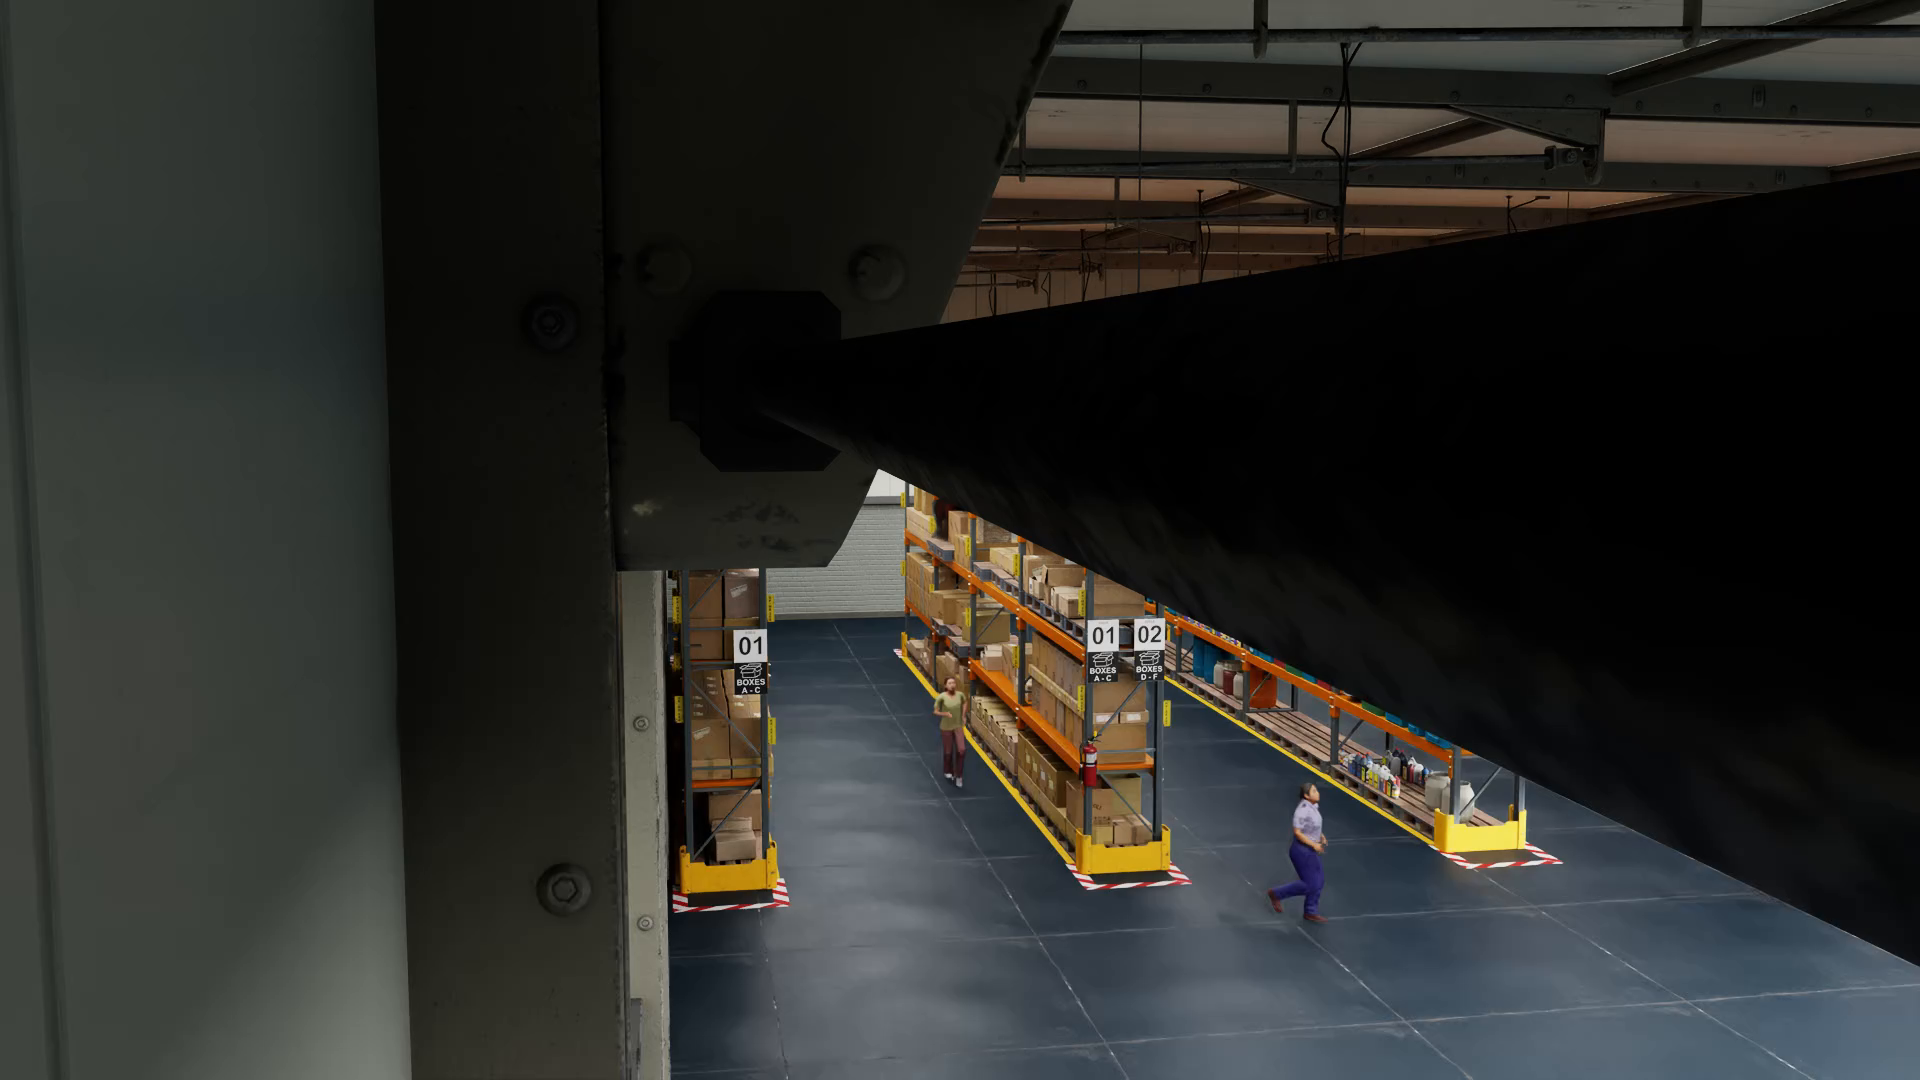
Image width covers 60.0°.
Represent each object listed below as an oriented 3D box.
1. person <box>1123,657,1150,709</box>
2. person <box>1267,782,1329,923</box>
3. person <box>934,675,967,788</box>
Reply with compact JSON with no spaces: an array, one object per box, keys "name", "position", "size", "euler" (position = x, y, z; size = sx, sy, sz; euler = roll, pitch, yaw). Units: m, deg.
[{"name":"person","position":[3.113,2.479,29.222],"size":[0.546,1.678,0.642],"euler":[-2,6,-15]},{"name":"person","position":[3.904,3.569,19.071],"size":[0.681,1.634,0.609],"euler":[2,6,19]},{"name":"person","position":[-0.131,2.894,25.243],"size":[0.556,1.710,0.711],"euler":[-1,6,-10]}]
